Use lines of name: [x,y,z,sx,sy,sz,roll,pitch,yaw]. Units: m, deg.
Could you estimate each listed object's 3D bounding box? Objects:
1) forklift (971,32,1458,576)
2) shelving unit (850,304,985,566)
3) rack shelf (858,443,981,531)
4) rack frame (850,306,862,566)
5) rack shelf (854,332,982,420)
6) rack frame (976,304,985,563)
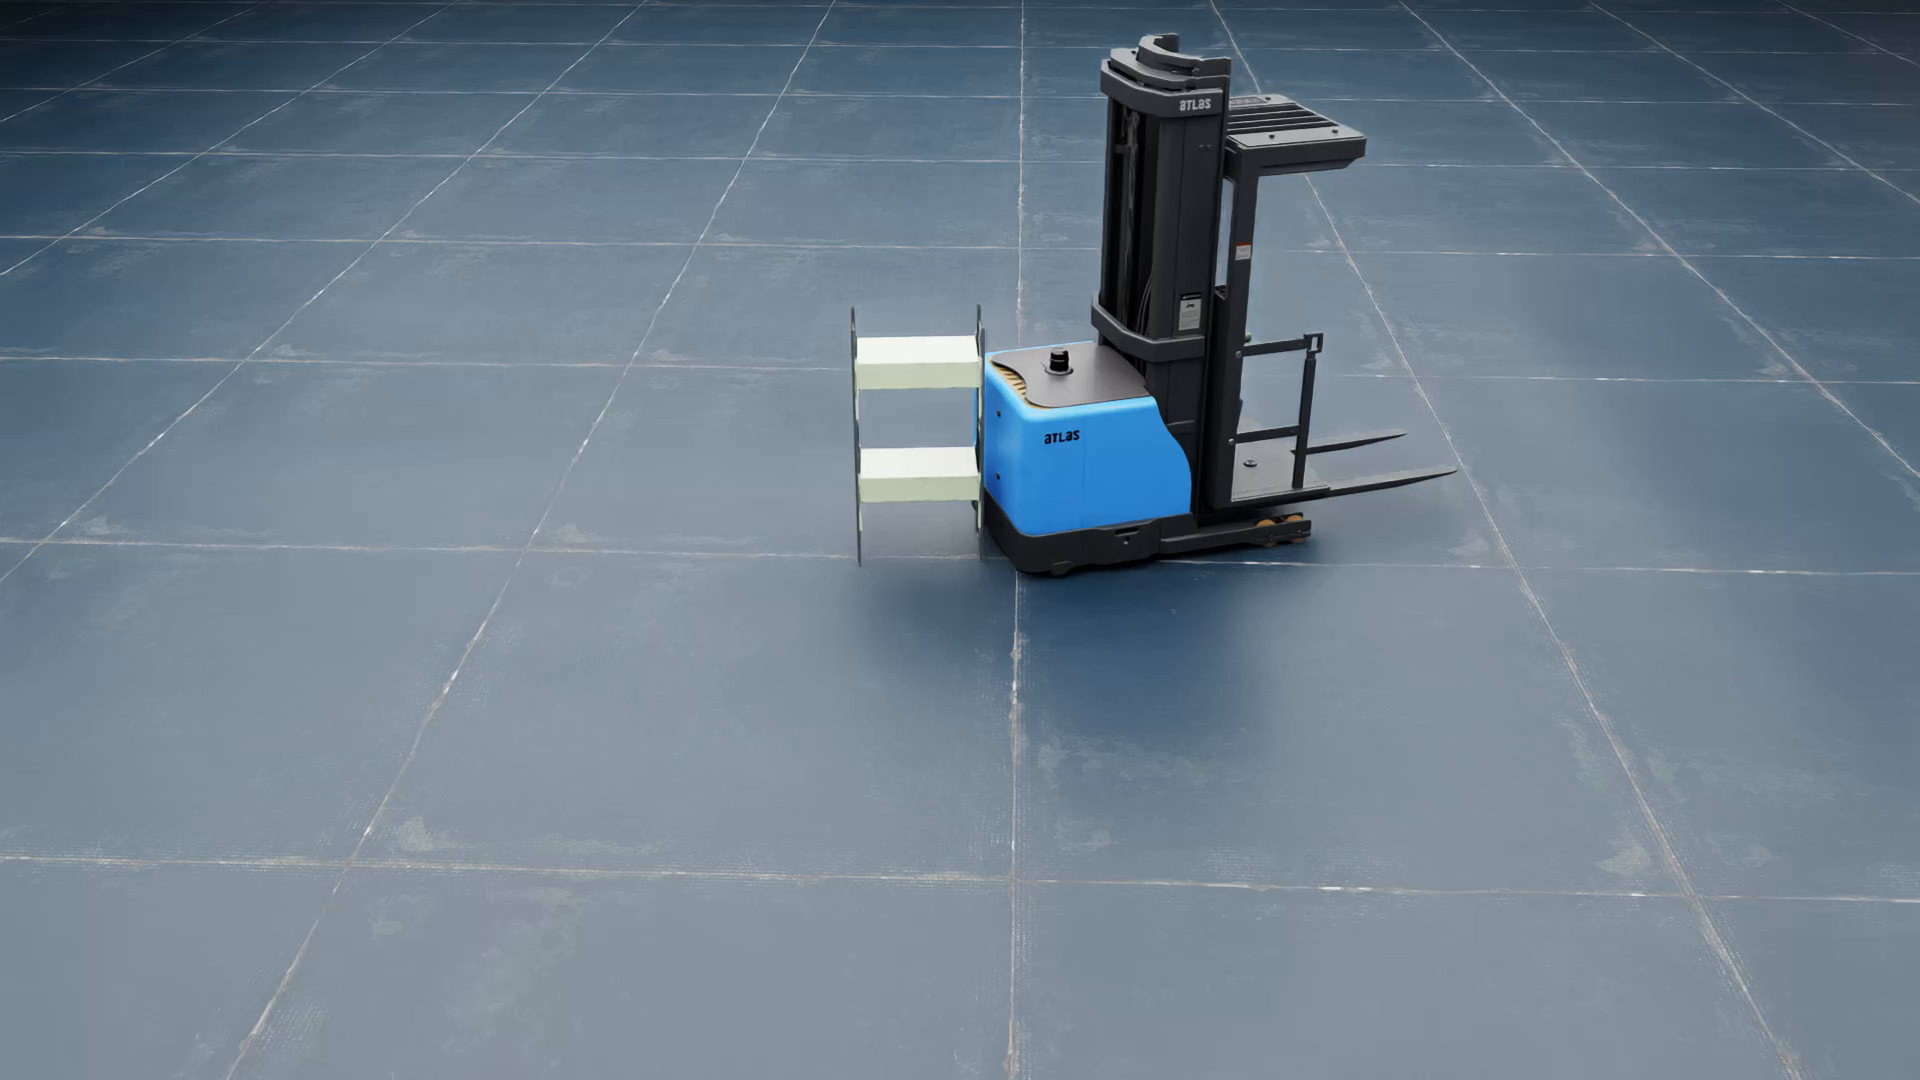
forklift: [1.646,-1.477,9.931,3.031,2.935,1.130,-9,29,-16]
shelving unit: [-0.247,-0.609,9.823,0.755,1.500,0.431,-1,28,-3]
rack shelf: [-0.247,-0.321,9.976,0.720,0.370,0.431,-1,28,-3]
rack frame: [-0.612,-0.601,9.807,0.023,1.500,0.400,-1,28,-3]
rack shelf: [-0.247,-0.954,9.640,0.720,0.370,0.431,-1,28,-3]
rack frame: [0.119,-0.618,9.839,0.023,1.500,0.400,-1,28,-3]
